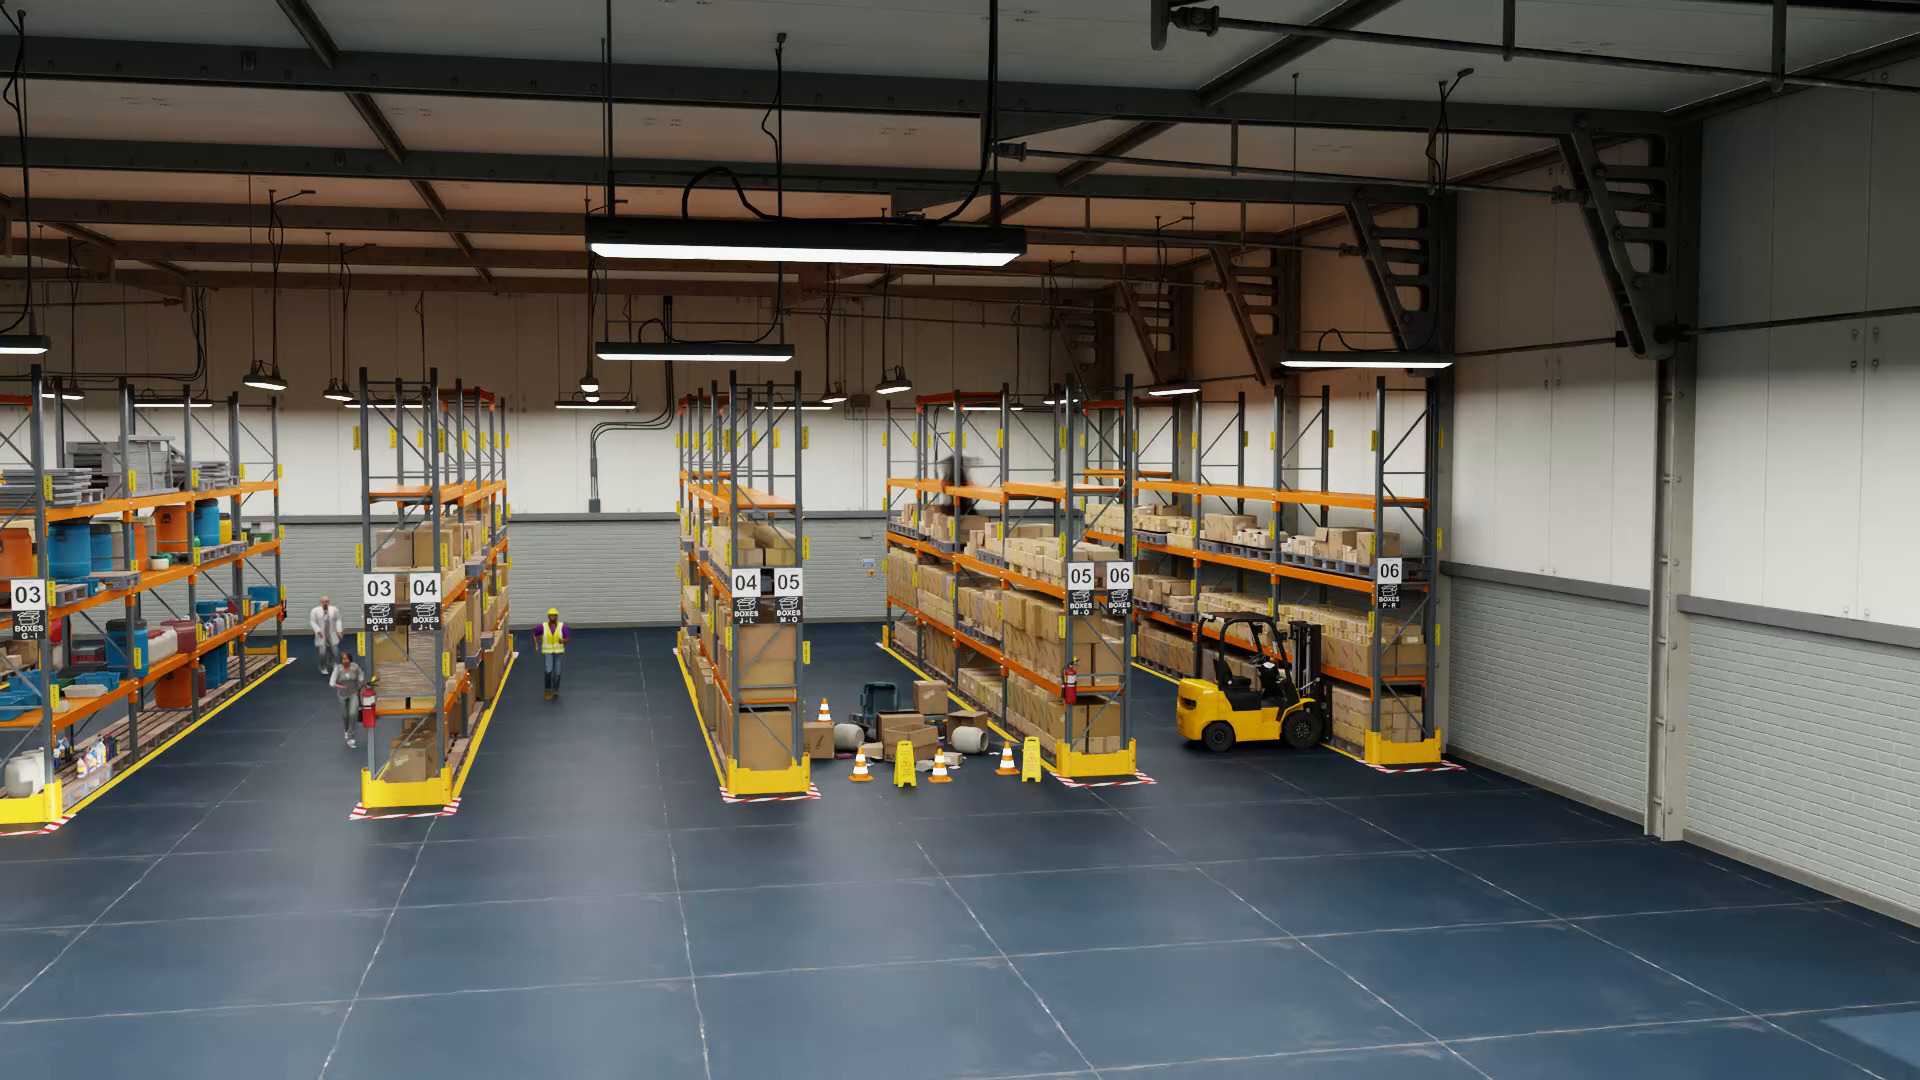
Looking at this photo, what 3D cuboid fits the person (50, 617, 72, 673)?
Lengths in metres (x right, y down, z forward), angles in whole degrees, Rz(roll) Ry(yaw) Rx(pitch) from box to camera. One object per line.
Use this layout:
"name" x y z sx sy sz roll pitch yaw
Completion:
"person" -17.961 2.182 32.906 0.614 1.792 0.890 -1 3 -13

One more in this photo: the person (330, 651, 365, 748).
"person" -10.078 2.586 27.384 0.532 1.567 0.899 -1 4 -16

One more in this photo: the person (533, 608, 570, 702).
"person" -7.870 2.213 32.097 0.690 1.788 0.716 -1 4 -19

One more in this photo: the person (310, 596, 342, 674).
"person" -13.630 2.055 35.724 0.675 1.753 0.808 -2 4 -33
